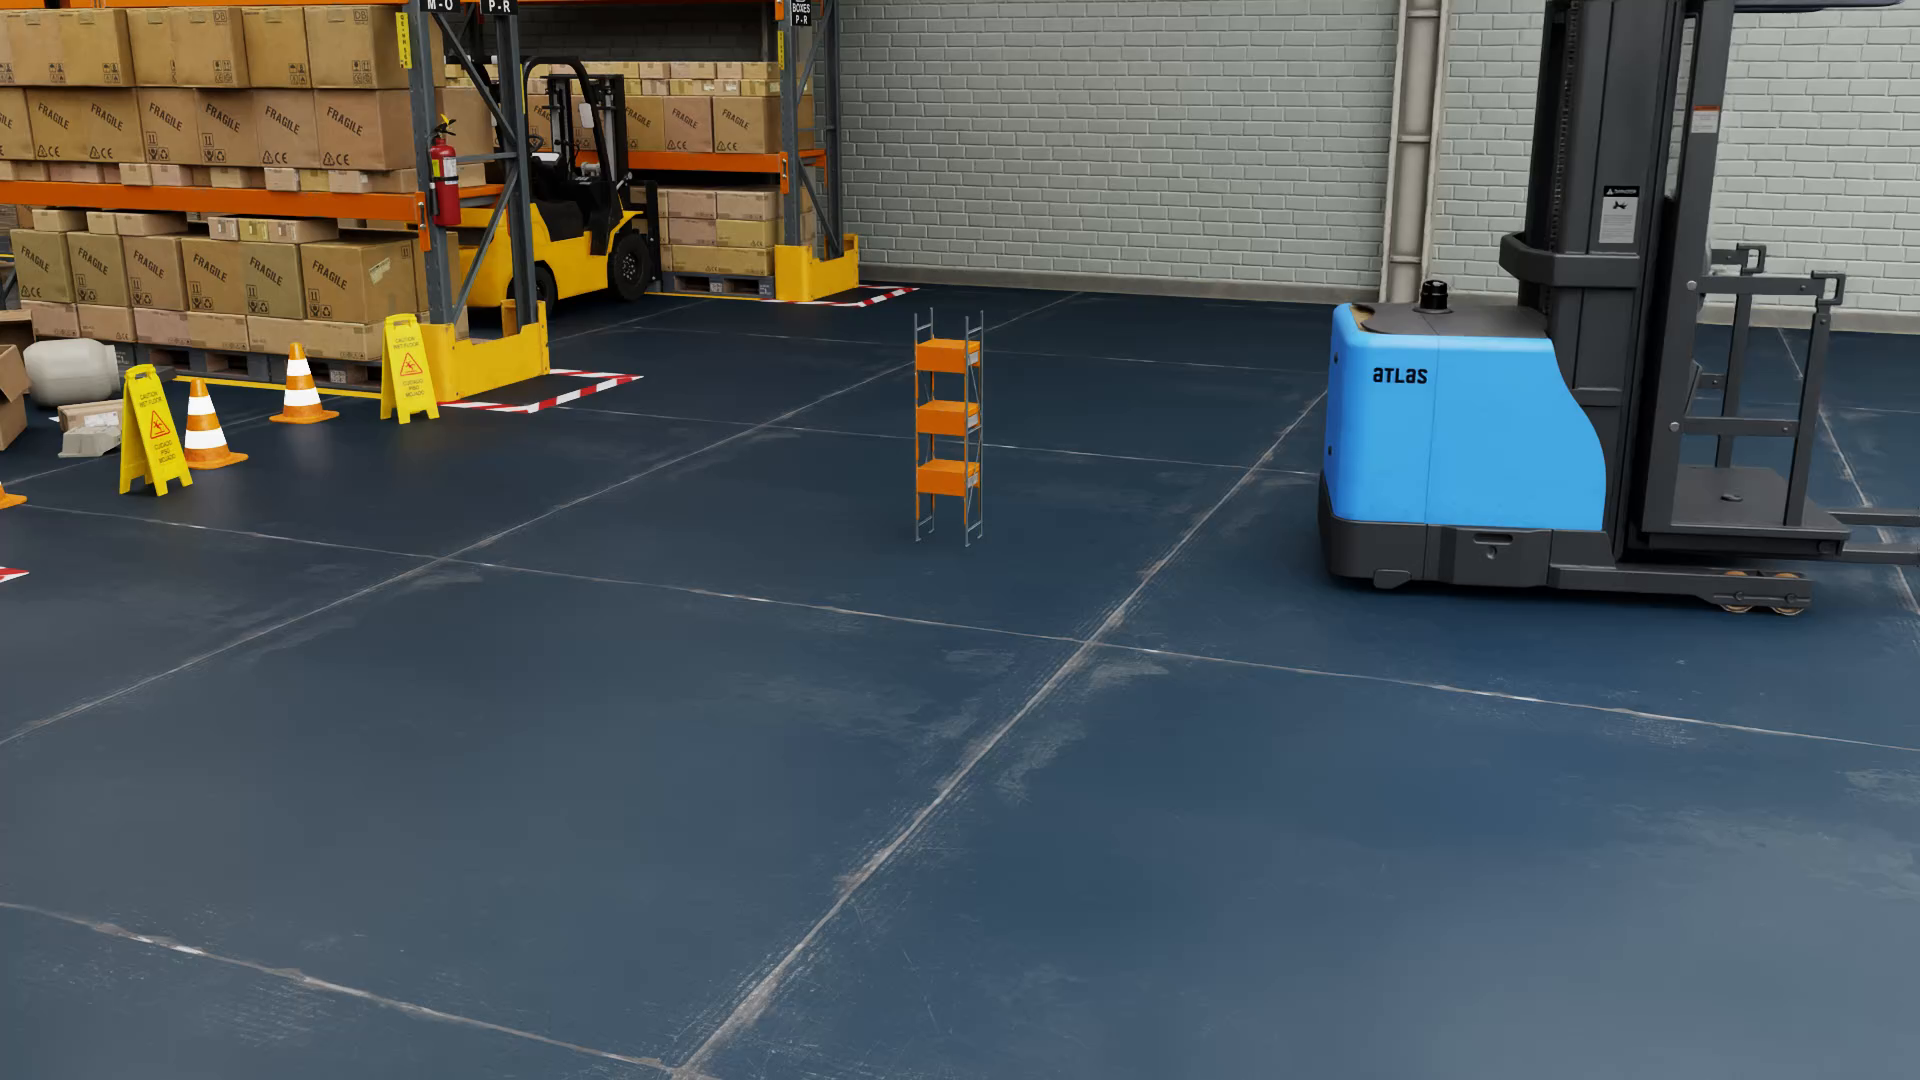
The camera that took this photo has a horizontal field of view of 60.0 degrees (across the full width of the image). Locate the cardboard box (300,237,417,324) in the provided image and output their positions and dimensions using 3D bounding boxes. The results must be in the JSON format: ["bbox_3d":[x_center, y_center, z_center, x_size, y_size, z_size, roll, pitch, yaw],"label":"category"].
[{"bbox_3d":[-4.019,-1.743,11.131,0.500,0.500,0.500,6,17,21],"label":"cardboard box"}]

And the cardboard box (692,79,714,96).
[{"bbox_3d":[-2.253,-4.158,15.275,0.250,0.149,0.380,7,17,22],"label":"cardboard box"}]

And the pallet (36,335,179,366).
[{"bbox_3d":[-6.261,-1.498,12.455,1.213,0.211,1.003,6,17,21],"label":"pallet"}]

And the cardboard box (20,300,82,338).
[{"bbox_3d":[-6.449,-1.647,12.147,0.500,0.250,0.500,5,17,18],"label":"cardboard box"}]

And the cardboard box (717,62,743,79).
[{"bbox_3d":[-2.011,-4.277,15.149,0.250,0.149,0.380,6,17,21],"label":"cardboard box"}]

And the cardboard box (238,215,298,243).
[{"bbox_3d":[-4.618,-2.101,11.202,0.250,0.149,0.380,7,17,22],"label":"cardboard box"}]

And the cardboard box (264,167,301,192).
[{"bbox_3d":[-4.362,-2.397,11.001,0.250,0.149,0.380,7,17,22],"label":"cardboard box"}]

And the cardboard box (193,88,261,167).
[{"bbox_3d":[-4.712,-2.767,11.111,0.500,0.500,0.500,6,17,20],"label":"cardboard box"}]

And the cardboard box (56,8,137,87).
[{"bbox_3d":[-5.645,-3.350,11.327,0.500,0.500,0.700,6,17,19],"label":"cardboard box"}]

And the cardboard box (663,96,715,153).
[{"bbox_3d":[-2.393,-3.861,15.413,0.500,0.500,0.500,7,18,22],"label":"cardboard box"}]

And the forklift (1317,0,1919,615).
[{"bbox_3d":[3.106,-1.266,6.778,3.031,2.935,1.130,3,16,9],"label":"forklift"}]

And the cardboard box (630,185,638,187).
[{"bbox_3d":[-3.322,-3.256,15.895,0.500,0.250,0.500,6,17,20],"label":"cardboard box"}]

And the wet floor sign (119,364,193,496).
[{"bbox_3d":[-4.147,-0.573,8.491,0.232,0.644,0.267,3,17,11],"label":"wet floor sign"}]

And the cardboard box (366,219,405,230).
[{"bbox_3d":[-5.571,-3.296,17.153,0.625,0.625,0.875,7,18,23],"label":"cardboard box"}]

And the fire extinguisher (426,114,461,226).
[{"bbox_3d":[-3.240,-2.319,10.421,0.183,0.674,0.296,6,17,21],"label":"fire extinguisher"}]

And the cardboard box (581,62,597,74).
[{"bbox_3d":[-3.428,-4.445,15.729,0.250,0.149,0.380,6,17,21],"label":"cardboard box"}]

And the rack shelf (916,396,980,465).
[{"bbox_3d":[-0.050,-0.499,7.549,0.240,0.259,0.215,6,17,21],"label":"rack shelf"}]

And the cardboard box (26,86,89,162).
[{"bbox_3d":[-6.116,-2.925,11.656,0.500,0.500,0.500,6,17,20],"label":"cardboard box"}]

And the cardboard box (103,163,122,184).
[{"bbox_3d":[-5.734,-2.575,11.615,0.250,0.149,0.380,6,17,20],"label":"cardboard box"}]

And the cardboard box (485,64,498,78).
[{"bbox_3d":[-4.377,-4.550,16.090,0.250,0.149,0.380,6,17,20],"label":"cardboard box"}]

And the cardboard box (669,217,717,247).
[{"bbox_3d":[-2.390,-2.919,15.631,0.500,0.250,0.500,6,17,20],"label":"cardboard box"}]

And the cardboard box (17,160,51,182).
[{"bbox_3d":[-6.469,-2.648,11.866,0.250,0.149,0.380,7,18,22],"label":"cardboard box"}]

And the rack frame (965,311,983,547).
[{"bbox_3d":[0.064,-0.497,7.503,0.008,1.050,0.200,6,17,21],"label":"rack frame"}]

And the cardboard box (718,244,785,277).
[{"bbox_3d":[-1.913,-2.623,15.506,0.500,0.250,0.500,6,17,21],"label":"cardboard box"}]

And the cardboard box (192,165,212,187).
[{"bbox_3d":[-5.019,-2.511,11.394,0.250,0.149,0.380,6,17,21],"label":"cardboard box"}]

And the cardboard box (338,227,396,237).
[{"bbox_3d":[-4.337,-1.938,11.802,0.500,0.500,0.500,6,17,19],"label":"cardboard box"}]

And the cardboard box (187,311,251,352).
[{"bbox_3d":[-4.996,-1.489,11.600,0.500,0.250,0.500,6,17,19],"label":"cardboard box"}]

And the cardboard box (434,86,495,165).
[{"bbox_3d":[-3.517,-2.799,11.221,0.500,0.500,0.500,6,17,20],"label":"cardboard box"}]

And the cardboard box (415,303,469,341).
[{"bbox_3d":[-3.827,-1.523,11.718,0.500,0.250,0.500,6,17,20],"label":"cardboard box"}]

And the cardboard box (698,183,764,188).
[{"bbox_3d":[-2.204,-3.285,15.994,0.500,0.250,0.500,6,17,21],"label":"cardboard box"}]

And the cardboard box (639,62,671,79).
[{"bbox_3d":[-2.752,-4.339,15.364,0.250,0.149,0.380,7,18,22],"label":"cardboard box"}]

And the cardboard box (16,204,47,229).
[{"bbox_3d":[-10.224,-3.689,18.731,0.500,0.500,0.500,7,18,23],"label":"cardboard box"}]

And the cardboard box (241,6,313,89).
[{"bbox_3d":[-4.201,-3.208,10.837,0.500,0.500,0.700,6,17,21],"label":"cardboard box"}]

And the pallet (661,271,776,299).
[{"bbox_3d":[-2.087,-2.503,15.918,1.213,0.211,1.003,6,17,21],"label":"pallet"}]

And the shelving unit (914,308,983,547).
[{"bbox_3d":[-0.050,-0.510,7.546,0.252,1.050,0.215,6,17,21],"label":"shelving unit"}]

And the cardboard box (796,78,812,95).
[{"bbox_3d":[-1.580,-4.237,15.544,0.250,0.149,0.380,6,17,19],"label":"cardboard box"}]

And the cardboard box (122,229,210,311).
[{"bbox_3d":[-5.465,-1.902,11.680,0.500,0.500,0.500,7,18,24],"label":"cardboard box"}]

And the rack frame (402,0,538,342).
[{"bbox_3d":[-3.178,-2.487,10.862,0.127,3.000,1.000,6,17,21],"label":"rack frame"}]

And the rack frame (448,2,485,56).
[{"bbox_3d":[-5.081,-4.184,16.707,0.127,3.000,1.000,6,17,21],"label":"rack frame"}]

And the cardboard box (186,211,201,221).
[{"bbox_3d":[-8.227,-3.587,18.157,0.625,0.625,0.875,7,18,22],"label":"cardboard box"}]

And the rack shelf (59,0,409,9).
[{"bbox_3d":[-5.038,-3.787,11.249,4.000,0.370,1.077,6,17,21],"label":"rack shelf"}]

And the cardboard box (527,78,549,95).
[{"bbox_3d":[-3.941,-4.326,15.852,0.250,0.149,0.380,6,17,20],"label":"cardboard box"}]

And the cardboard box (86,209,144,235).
[{"bbox_3d":[-5.876,-2.239,11.675,0.250,0.149,0.380,7,18,23],"label":"cardboard box"}]

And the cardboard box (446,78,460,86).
[{"bbox_3d":[-4.881,-4.443,16.255,0.250,0.149,0.380,6,17,20],"label":"cardboard box"}]

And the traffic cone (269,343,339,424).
[{"bbox_3d":[-4.051,-0.979,10.215,0.334,0.463,0.336,6,17,21],"label":"traffic cone"}]

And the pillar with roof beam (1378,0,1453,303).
[{"bbox_3d":[2.325,-5.231,9.551,0.400,9.000,9.100,6,17,21],"label":"pillar with roof beam"}]

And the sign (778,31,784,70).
[{"bbox_3d":[-1.572,-4.306,14.623,0.005,0.325,0.100,6,17,21],"label":"sign"}]

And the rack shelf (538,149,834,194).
[{"bbox_3d":[-3.221,-3.634,16.103,4.000,0.370,1.077,6,17,21],"label":"rack shelf"}]

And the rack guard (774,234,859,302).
[{"bbox_3d":[-1.338,-2.572,15.638,0.348,0.500,1.175,6,17,21],"label":"rack guard"}]

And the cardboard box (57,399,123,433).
[{"bbox_3d":[-5.138,-0.728,9.916,0.380,0.149,0.250,-12,20,-37],"label":"cardboard box"}]

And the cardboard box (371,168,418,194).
[{"bbox_3d":[-3.604,-2.350,10.837,0.250,0.149,0.380,7,18,22],"label":"cardboard box"}]

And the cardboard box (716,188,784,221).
[{"bbox_3d":[-1.903,-3.103,15.367,0.500,0.250,0.500,7,18,22],"label":"cardboard box"}]

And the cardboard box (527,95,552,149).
[{"bbox_3d":[-3.802,-4.019,15.957,0.500,0.500,0.500,6,17,20],"label":"cardboard box"}]

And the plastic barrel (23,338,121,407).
[{"bbox_3d":[-5.655,-1.069,10.596,0.512,0.421,0.421,-9,18,-27],"label":"plastic barrel"}]

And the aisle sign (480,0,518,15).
[{"bbox_3d":[-3.006,-3.810,10.754,0.004,0.787,0.394,6,17,21],"label":"aisle sign"}]

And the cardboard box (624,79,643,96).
[{"bbox_3d":[-2.988,-4.222,15.495,0.250,0.149,0.380,6,17,21],"label":"cardboard box"}]
